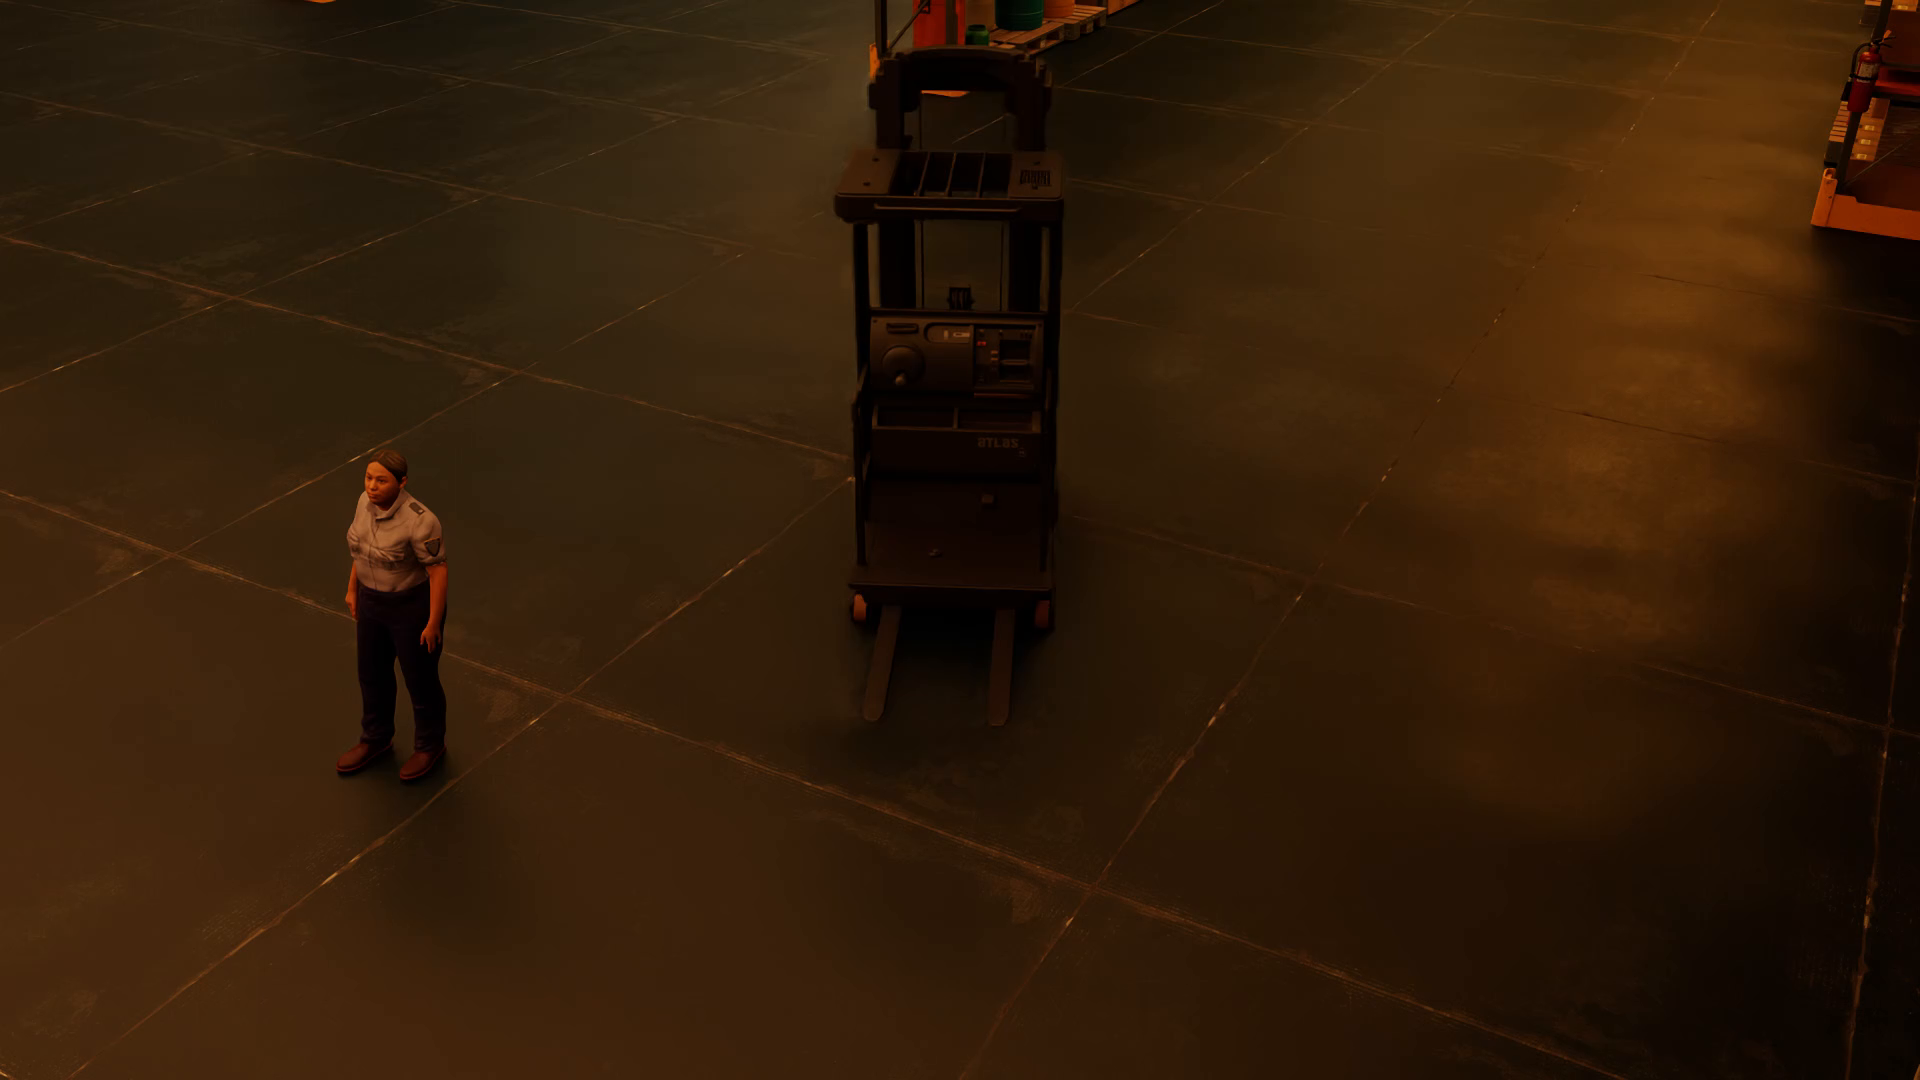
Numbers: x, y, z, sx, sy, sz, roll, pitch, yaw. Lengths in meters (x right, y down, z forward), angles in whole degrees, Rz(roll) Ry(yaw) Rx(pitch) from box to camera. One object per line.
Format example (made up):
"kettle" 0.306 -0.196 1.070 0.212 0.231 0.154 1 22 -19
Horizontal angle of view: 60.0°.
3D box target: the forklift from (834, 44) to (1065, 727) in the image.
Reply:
"forklift" -0.028 -0.947 8.712 1.130 2.935 3.031 2 30 3

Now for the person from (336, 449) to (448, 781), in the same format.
"person" -2.669 0.369 7.710 0.596 1.642 0.502 16 34 25
